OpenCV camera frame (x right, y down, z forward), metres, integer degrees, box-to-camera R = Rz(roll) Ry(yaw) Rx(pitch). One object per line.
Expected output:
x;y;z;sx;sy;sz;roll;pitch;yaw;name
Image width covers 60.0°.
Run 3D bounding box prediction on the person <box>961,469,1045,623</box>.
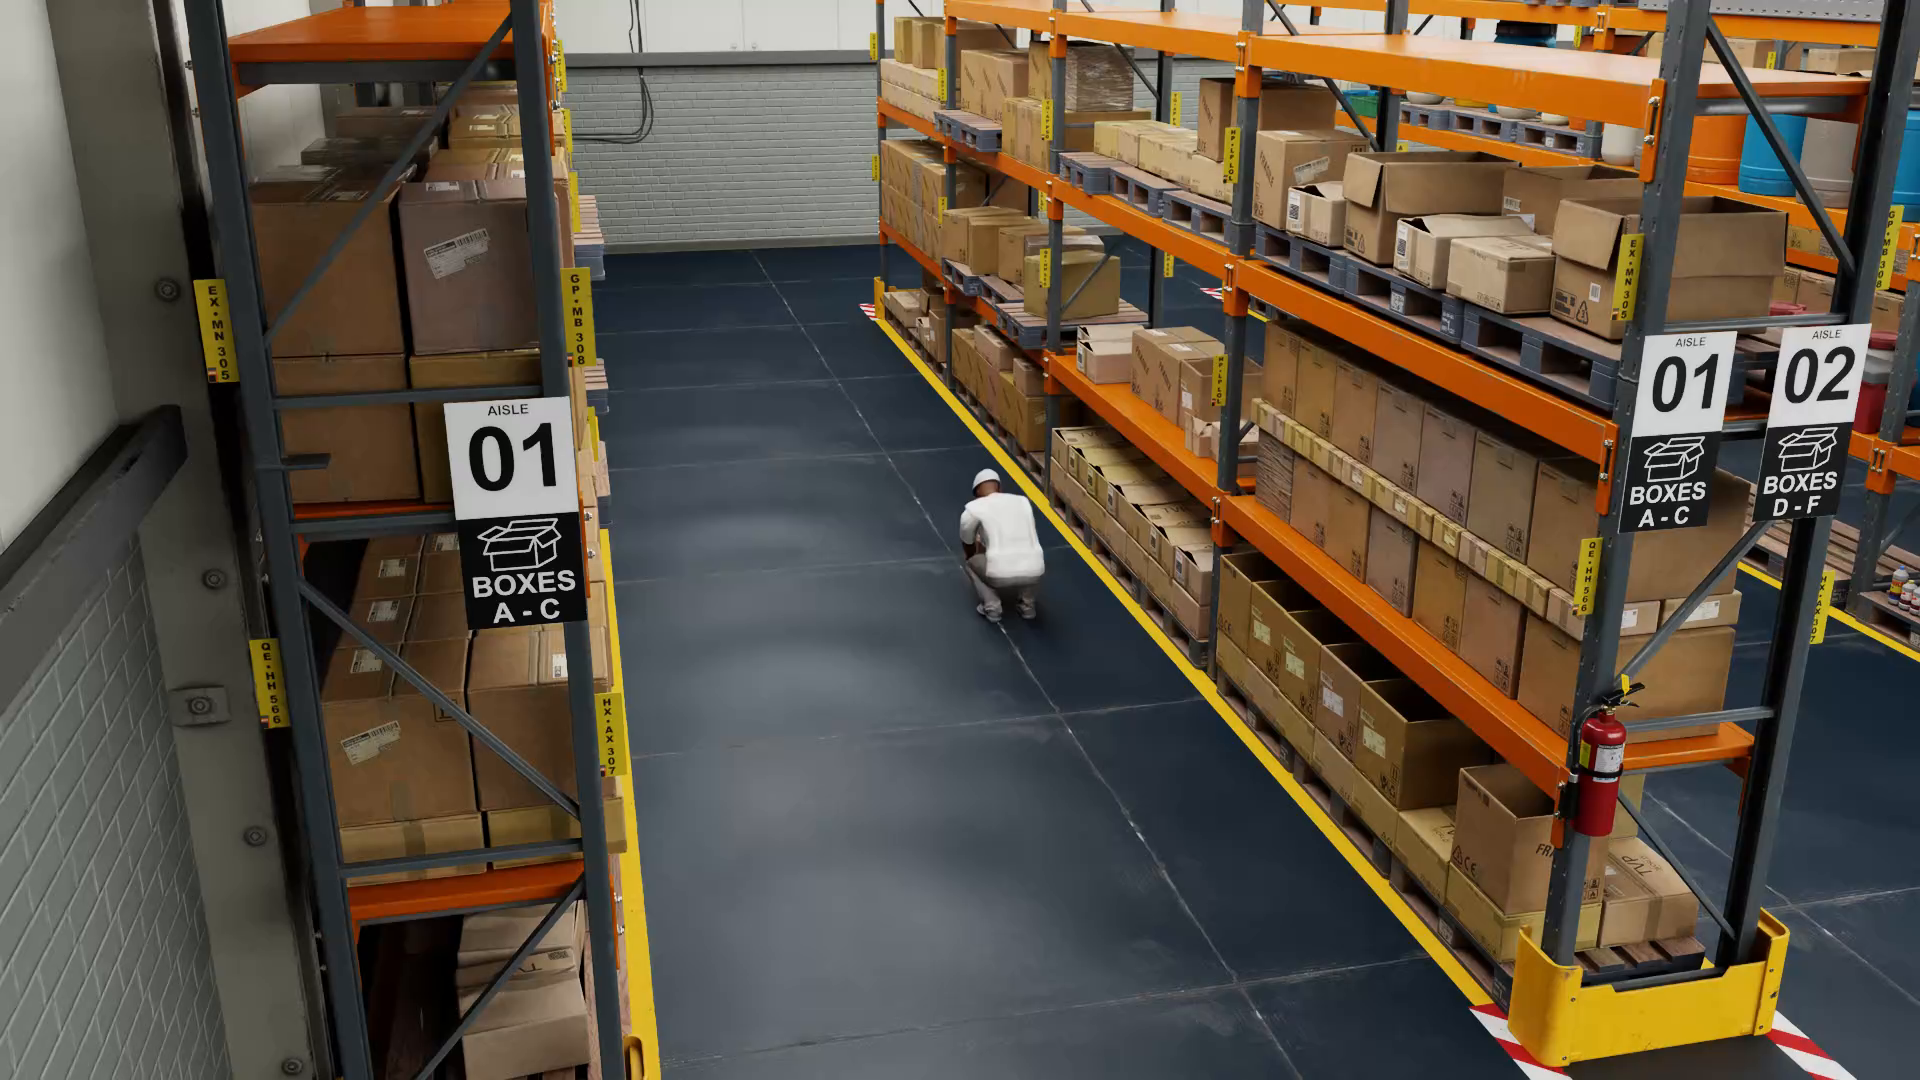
0.295;0.030;12.115;0.579;0.998;0.884;-5;20;-13;person
